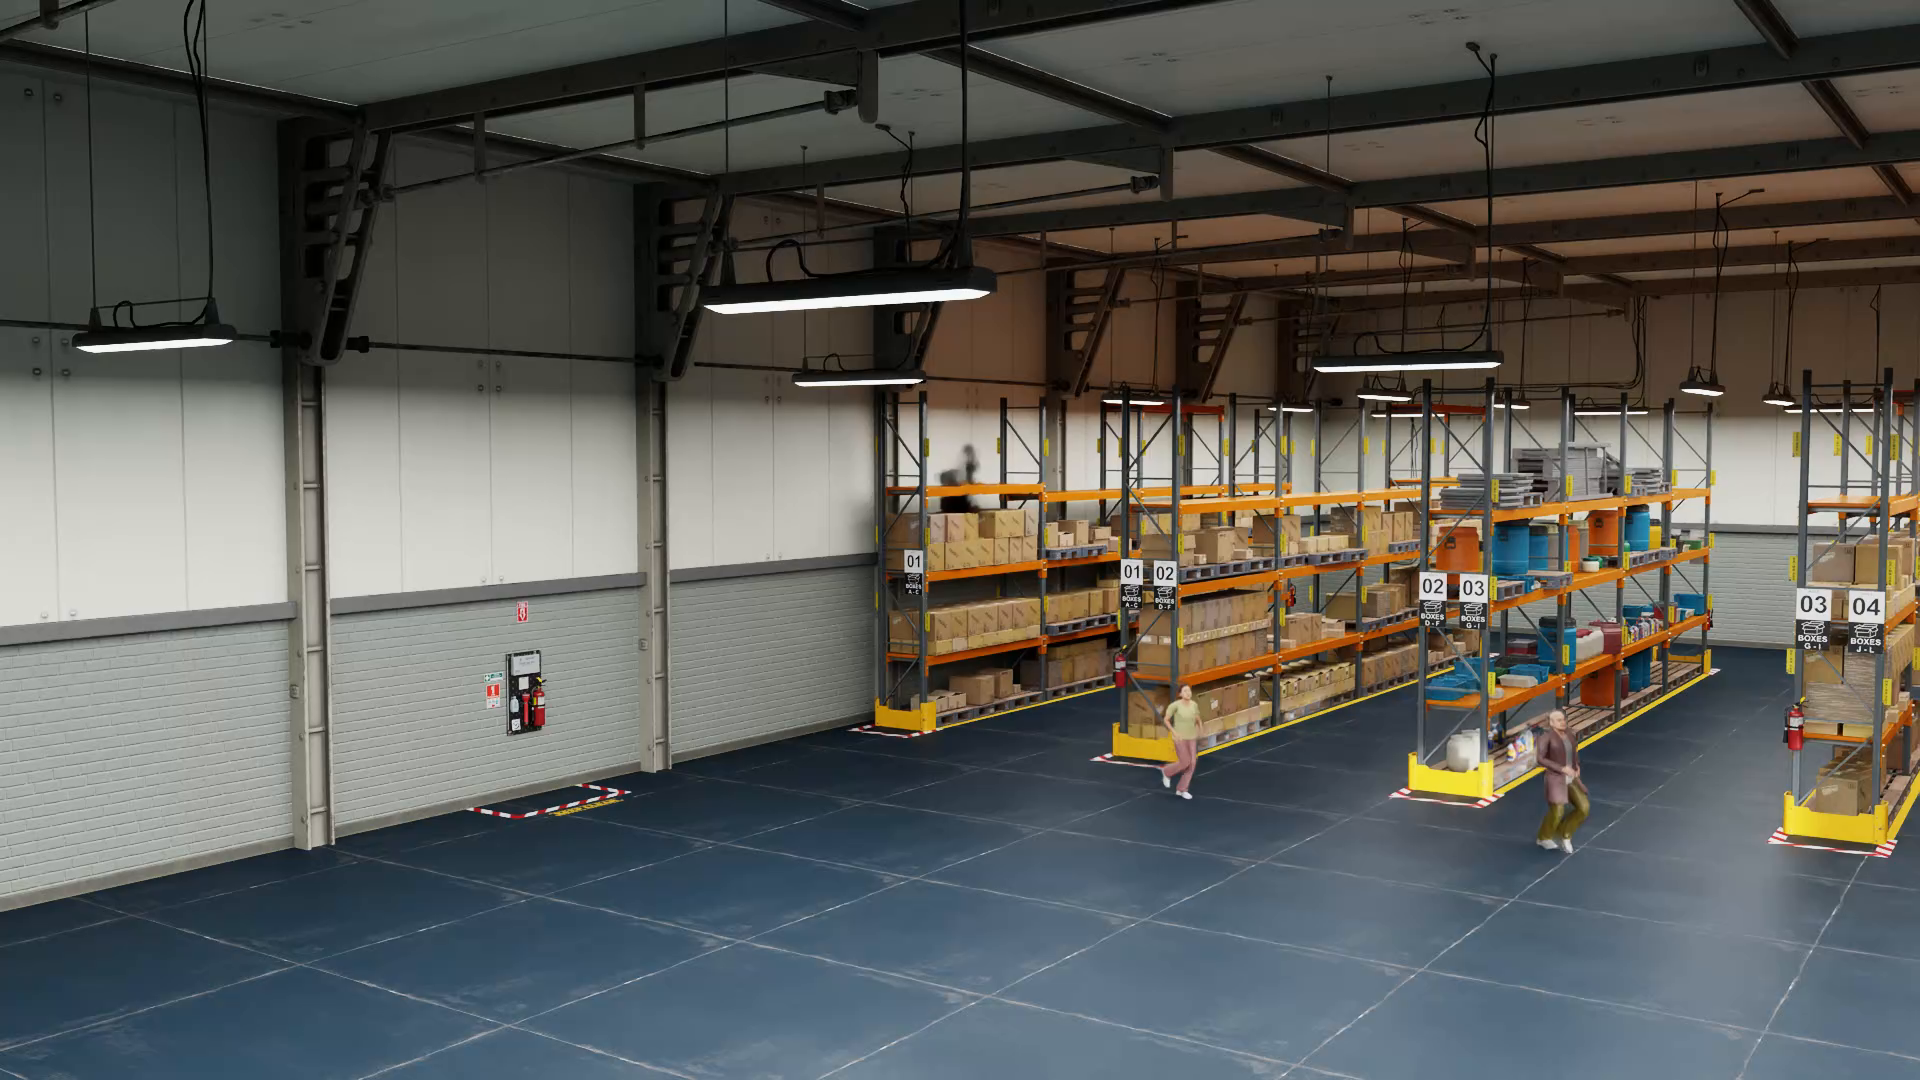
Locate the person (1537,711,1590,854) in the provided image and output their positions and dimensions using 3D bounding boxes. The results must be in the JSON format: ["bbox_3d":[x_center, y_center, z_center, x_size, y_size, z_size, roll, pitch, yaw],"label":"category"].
[{"bbox_3d":[7.437,3.001,20.549,0.719,1.752,0.730,-1,3,-21],"label":"person"}]

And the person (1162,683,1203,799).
[{"bbox_3d":[3.215,2.867,23.922,0.575,1.640,0.590,-2,4,-26],"label":"person"}]
